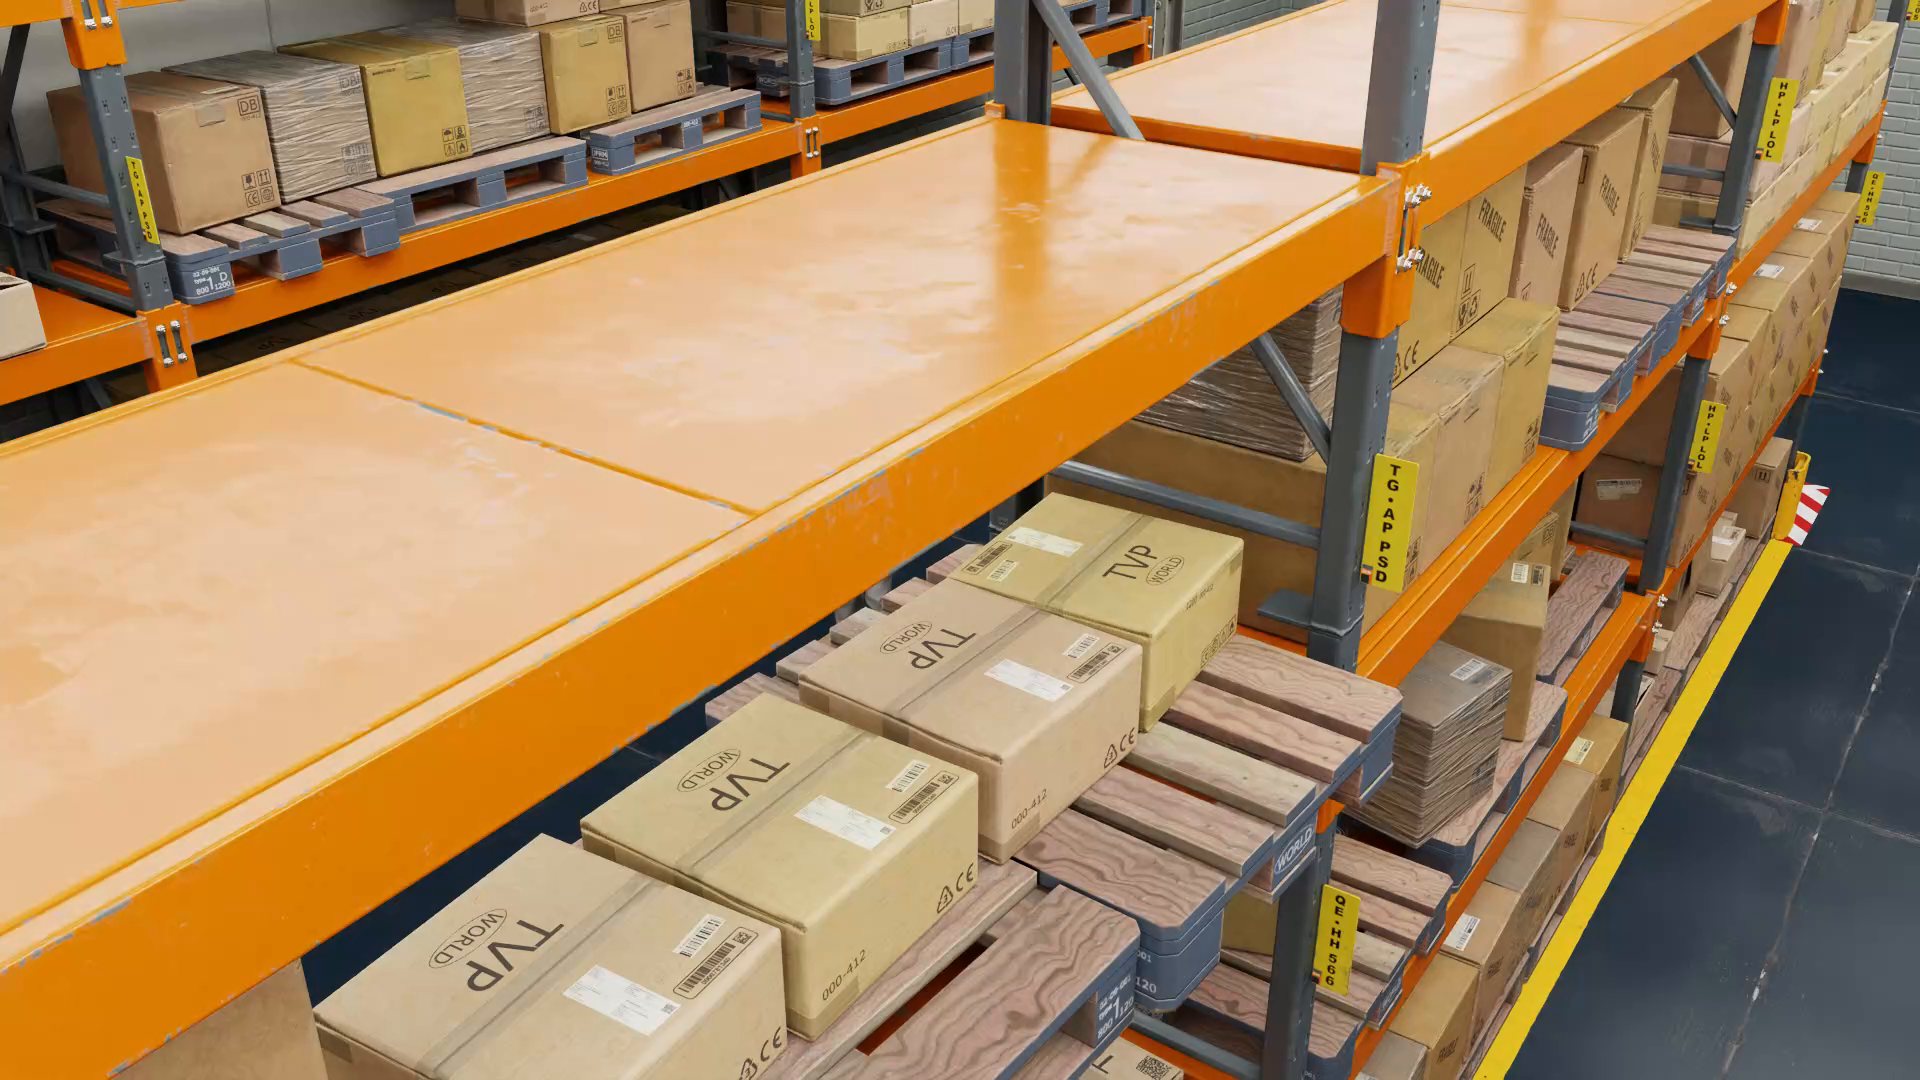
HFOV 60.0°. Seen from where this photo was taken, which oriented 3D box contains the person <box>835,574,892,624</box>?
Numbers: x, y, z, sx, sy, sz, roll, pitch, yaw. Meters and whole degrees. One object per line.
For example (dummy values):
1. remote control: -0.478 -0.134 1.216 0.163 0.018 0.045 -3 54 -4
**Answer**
1. person: -0.532 -0.039 9.195 0.508 1.673 0.354 16 31 29
